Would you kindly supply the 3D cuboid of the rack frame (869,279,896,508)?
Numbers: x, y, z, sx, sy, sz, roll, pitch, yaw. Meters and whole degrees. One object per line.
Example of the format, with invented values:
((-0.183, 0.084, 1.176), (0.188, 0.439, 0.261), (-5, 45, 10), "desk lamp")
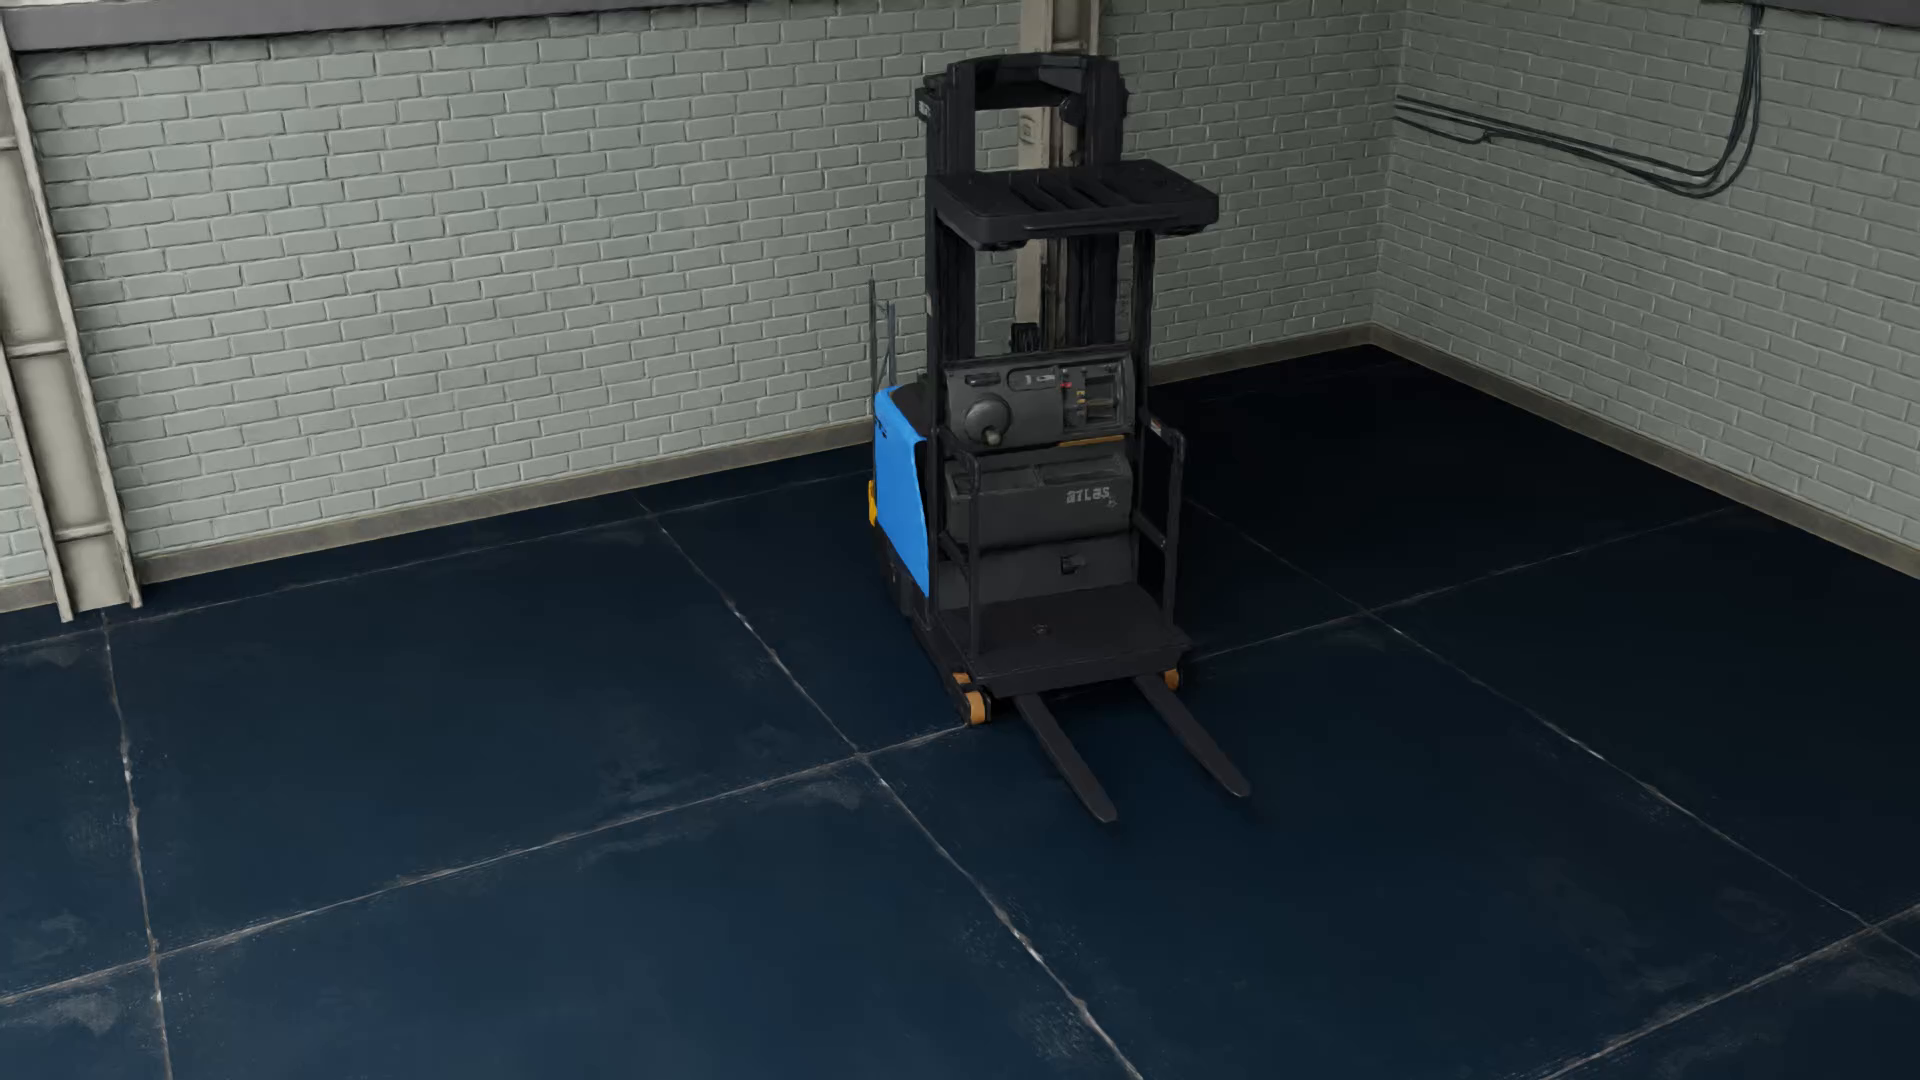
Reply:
((-0.431, -0.687, 9.449), (0.032, 1.500, 0.500), (-7, 27, -14), "rack frame")

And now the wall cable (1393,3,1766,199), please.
((3.848, -3.634, 10.509), (0.112, 2.526, 3.097), (-13, 29, -25), "wall cable")

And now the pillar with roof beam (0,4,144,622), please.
((-2.642, -2.072, 3.670), (0.400, 9.000, 9.100), (-13, 29, -25), "pillar with roof beam")

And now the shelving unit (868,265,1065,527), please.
((0.049, -0.747, 9.573), (1.083, 1.500, 0.587), (-7, 27, -14), "shelving unit")

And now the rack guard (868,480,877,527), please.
((-0.430, -0.124, 9.720), (0.087, 0.250, 0.587), (-7, 27, -14), "rack guard")

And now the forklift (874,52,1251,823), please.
((0.452, -0.632, 7.680), (1.130, 2.935, 3.031), (-8, 27, -16), "forklift")

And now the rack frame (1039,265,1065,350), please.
((0.546, -0.808, 9.701), (0.032, 1.500, 0.500), (-7, 27, -14), "rack frame")

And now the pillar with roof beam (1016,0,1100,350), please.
((2.652, -3.295, 6.215), (0.400, 9.000, 9.100), (-13, 29, -25), "pillar with roof beam")
